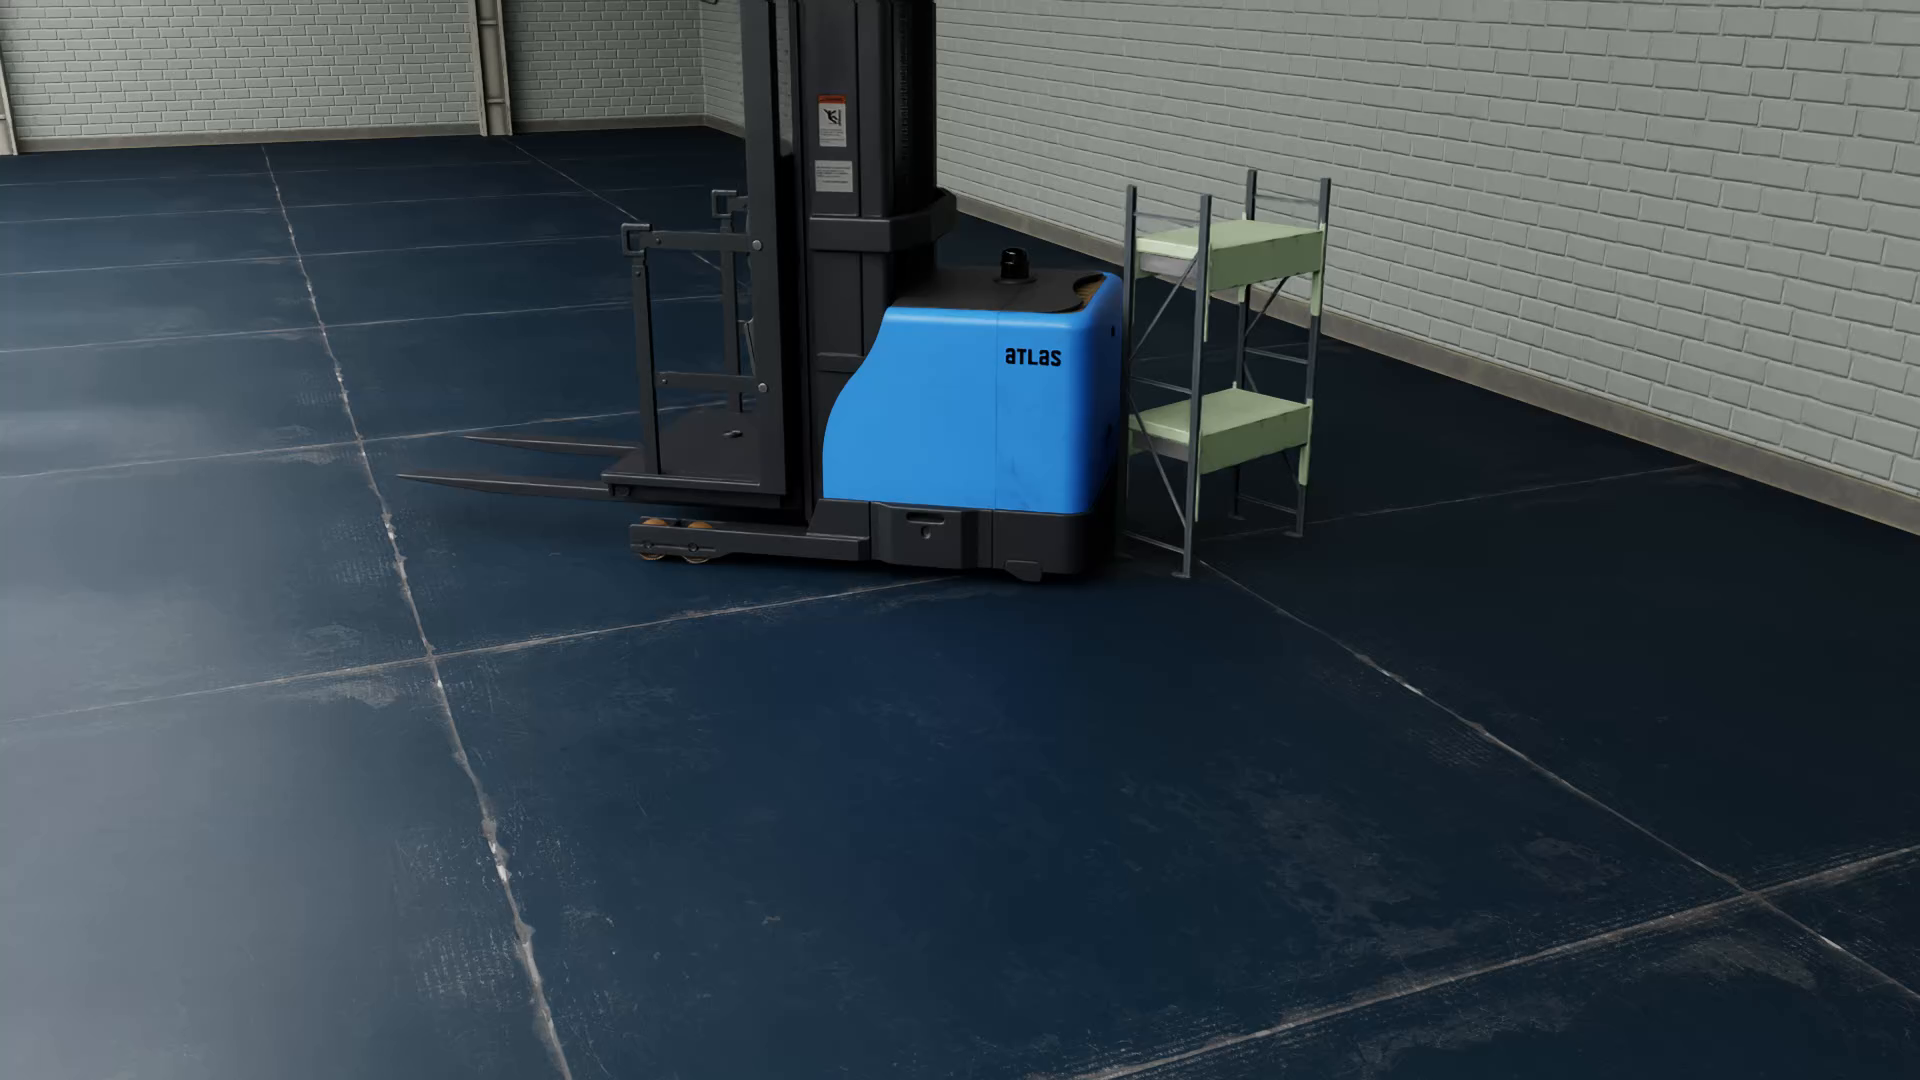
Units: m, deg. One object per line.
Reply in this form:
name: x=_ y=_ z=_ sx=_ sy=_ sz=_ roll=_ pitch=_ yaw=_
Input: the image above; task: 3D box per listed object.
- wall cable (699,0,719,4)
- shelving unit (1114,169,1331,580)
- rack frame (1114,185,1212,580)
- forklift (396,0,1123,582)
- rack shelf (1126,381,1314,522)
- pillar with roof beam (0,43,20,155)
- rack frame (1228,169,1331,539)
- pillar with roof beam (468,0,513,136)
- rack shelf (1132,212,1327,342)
wall cable: x=-3.135 y=-8.332 z=21.812 sx=0.112 sy=2.526 sz=3.097 roll=-8 pitch=21 yaw=-22
shelving unit: x=1.050 y=-0.683 z=6.704 sx=0.755 sy=1.500 sz=0.431 roll=-17 pitch=25 yaw=-39
rack frame: x=0.780 y=-0.601 z=6.471 sx=0.023 sy=1.500 sz=0.400 roll=-17 pitch=25 yaw=-39
forklift: x=-0.873 y=-1.452 z=6.732 sx=3.031 sy=2.935 sz=1.130 roll=4 pitch=20 yaw=11
rack shelf: x=1.050 y=-0.376 z=6.812 sx=0.720 sy=0.370 sz=0.431 roll=-17 pitch=25 yaw=-39
pillar with roof beam: x=-10.168 y=-7.711 z=15.371 sx=0.400 sy=9.000 sz=9.100 roll=-8 pitch=21 yaw=-22
rack frame: x=1.321 y=-0.765 z=6.936 sx=0.023 sy=1.500 sz=0.400 roll=-17 pitch=25 yaw=-39
pillar with roof beam: x=-4.659 y=-8.500 z=17.613 sx=0.400 sy=9.000 sz=9.100 roll=-8 pitch=21 yaw=-22
rack shelf: x=1.050 y=-1.051 z=6.574 sx=0.720 sy=0.370 sz=0.431 roll=-17 pitch=25 yaw=-39
